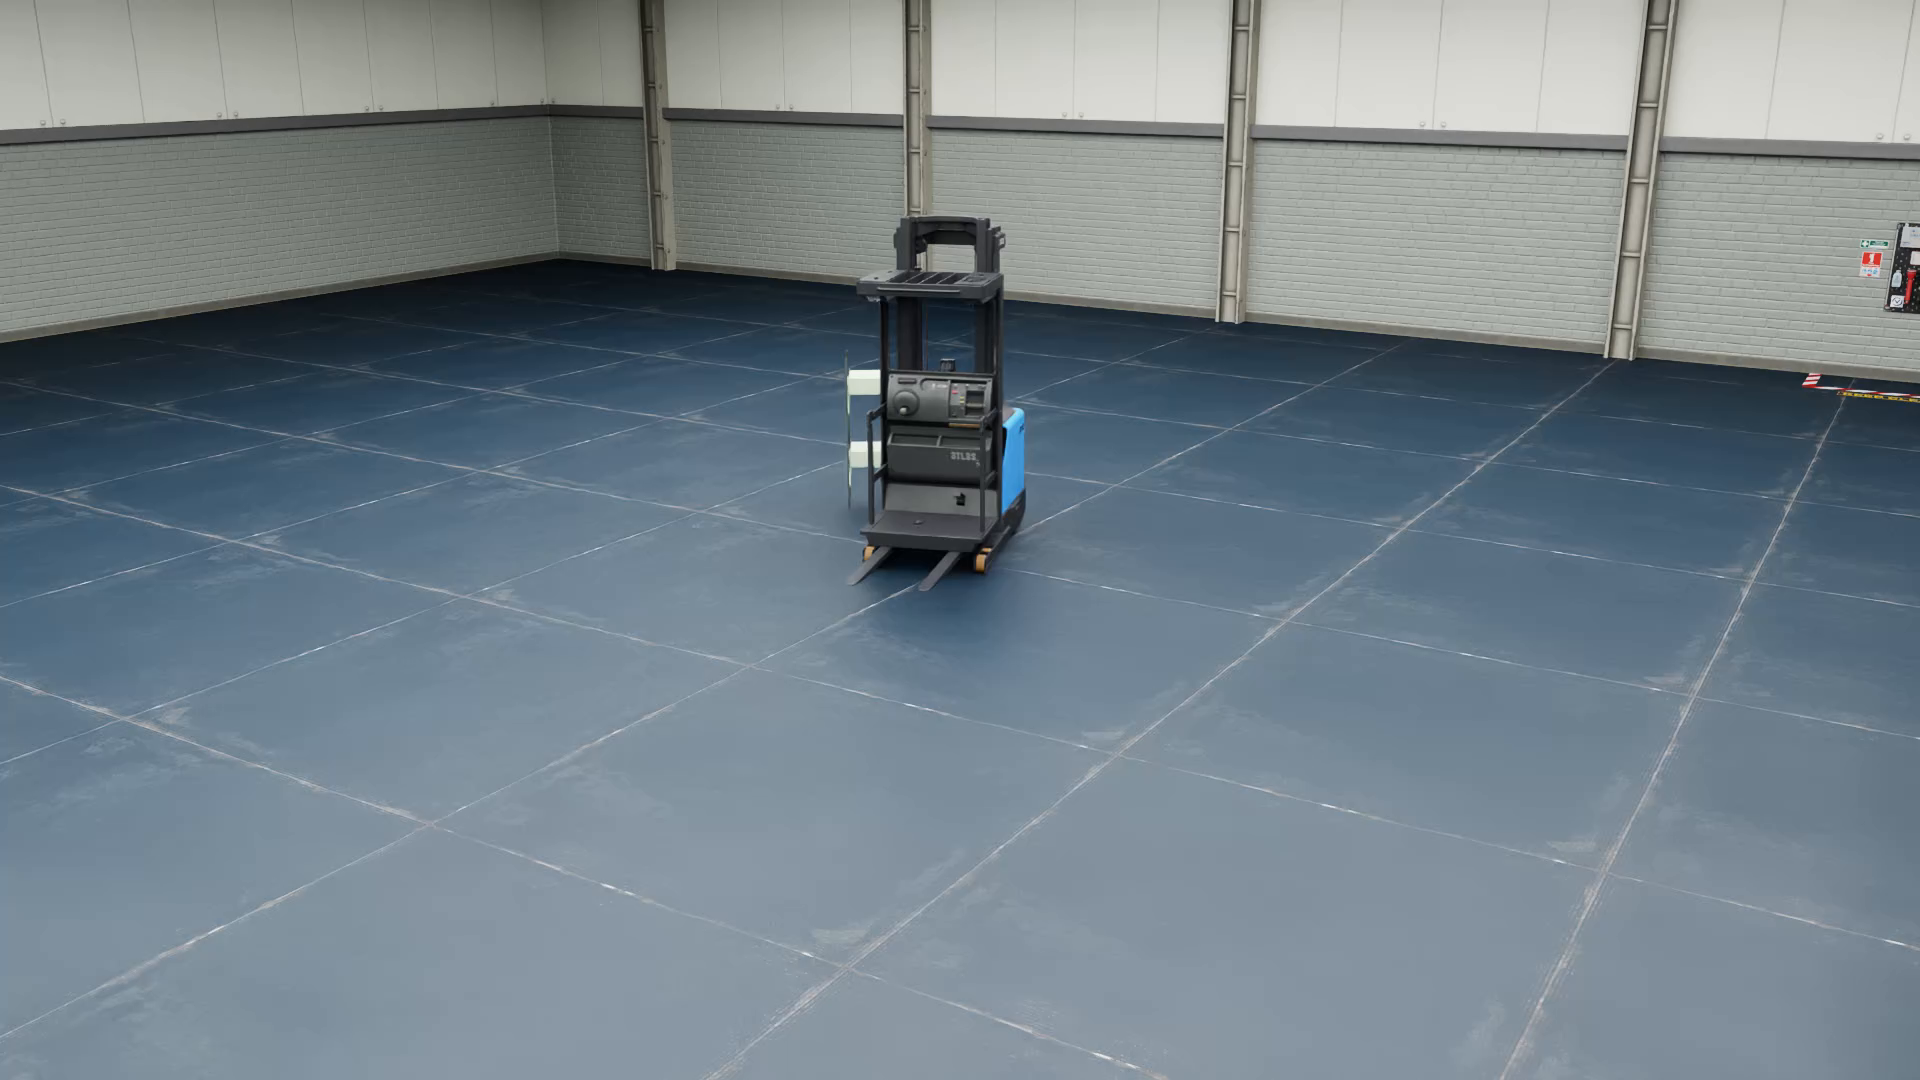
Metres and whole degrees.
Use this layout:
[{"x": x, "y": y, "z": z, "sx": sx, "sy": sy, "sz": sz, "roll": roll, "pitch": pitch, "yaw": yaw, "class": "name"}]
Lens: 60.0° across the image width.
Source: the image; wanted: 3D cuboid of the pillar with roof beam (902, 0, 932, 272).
[{"x": -2.993, "y": -7.690, "z": 25.085, "sx": 0.400, "sy": 9.000, "sz": 9.100, "roll": 10, "pitch": 20, "yaw": 30, "class": "pillar with roof beam"}]

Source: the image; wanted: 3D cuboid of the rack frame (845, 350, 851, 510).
[{"x": -1.090, "y": -1.071, "z": 16.194, "sx": 0.023, "sy": 1.500, "sz": 0.400, "roll": -1, "pitch": 17, "yaw": -3, "class": "rack frame"}]

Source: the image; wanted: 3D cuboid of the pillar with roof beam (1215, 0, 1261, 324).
[{"x": 2.120, "y": -6.778, "z": 22.080, "sx": 0.400, "sy": 9.000, "sz": 9.100, "roll": 10, "pitch": 20, "yaw": 30, "class": "pillar with roof beam"}]

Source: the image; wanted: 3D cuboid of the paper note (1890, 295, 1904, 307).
[{"x": 12.398, "y": -3.156, "z": 21.995, "sx": 0.142, "sy": 0.148, "sz": 0.016, "roll": 10, "pitch": 20, "yaw": 30, "class": "paper note"}]

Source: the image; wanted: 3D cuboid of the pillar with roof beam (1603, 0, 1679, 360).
[{"x": 7.233, "y": -5.865, "z": 19.076, "sx": 0.400, "sy": 9.000, "sz": 9.100, "roll": 10, "pitch": 20, "yaw": 30, "class": "pillar with roof beam"}]

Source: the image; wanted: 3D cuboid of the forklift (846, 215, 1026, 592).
[{"x": -0.226, "y": -1.237, "z": 14.279, "sx": 1.130, "sy": 2.935, "sz": 3.031, "roll": 4, "pitch": 17, "yaw": 13, "class": "forklift"}]

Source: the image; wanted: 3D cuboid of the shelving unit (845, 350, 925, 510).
[{"x": -0.724, "y": -1.076, "z": 16.211, "sx": 0.755, "sy": 1.500, "sz": 0.431, "roll": -1, "pitch": 17, "yaw": -3, "class": "shelving unit"}]

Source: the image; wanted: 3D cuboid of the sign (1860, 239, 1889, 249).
[{"x": 12.095, "y": -3.911, "z": 21.991, "sx": 0.331, "sy": 0.109, "sz": 0.001, "roll": 10, "pitch": 20, "yaw": 30, "class": "sign"}]

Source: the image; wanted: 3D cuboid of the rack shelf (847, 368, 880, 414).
[{"x": -0.724, "y": -1.449, "z": 16.098, "sx": 0.720, "sy": 0.370, "sz": 0.431, "roll": -1, "pitch": 17, "yaw": -3, "class": "rack shelf"}]

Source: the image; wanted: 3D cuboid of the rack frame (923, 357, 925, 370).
[{"x": -0.359, "y": -1.081, "z": 16.228, "sx": 0.023, "sy": 1.500, "sz": 0.400, "roll": -1, "pitch": 17, "yaw": -3, "class": "rack frame"}]

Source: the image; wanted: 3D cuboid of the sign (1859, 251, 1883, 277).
[{"x": 12.095, "y": -3.660, "z": 22.078, "sx": 0.234, "sy": 0.329, "sz": 0.001, "roll": 10, "pitch": 20, "yaw": 30, "class": "sign"}]

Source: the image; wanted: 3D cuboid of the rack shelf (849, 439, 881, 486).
[{"x": -0.724, "y": -0.764, "z": 16.306, "sx": 0.720, "sy": 0.370, "sz": 0.431, "roll": -1, "pitch": 17, "yaw": -3, "class": "rack shelf"}]

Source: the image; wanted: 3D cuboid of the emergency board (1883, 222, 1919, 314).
[{"x": 12.513, "y": -3.534, "z": 21.722, "sx": 0.643, "sy": 1.169, "sz": 0.194, "roll": 10, "pitch": 20, "yaw": 30, "class": "emergency board"}]

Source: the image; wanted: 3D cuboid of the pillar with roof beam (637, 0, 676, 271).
[{"x": -8.106, "y": -8.603, "z": 28.089, "sx": 0.400, "sy": 9.000, "sz": 9.100, "roll": 10, "pitch": 20, "yaw": 30, "class": "pillar with roof beam"}]
